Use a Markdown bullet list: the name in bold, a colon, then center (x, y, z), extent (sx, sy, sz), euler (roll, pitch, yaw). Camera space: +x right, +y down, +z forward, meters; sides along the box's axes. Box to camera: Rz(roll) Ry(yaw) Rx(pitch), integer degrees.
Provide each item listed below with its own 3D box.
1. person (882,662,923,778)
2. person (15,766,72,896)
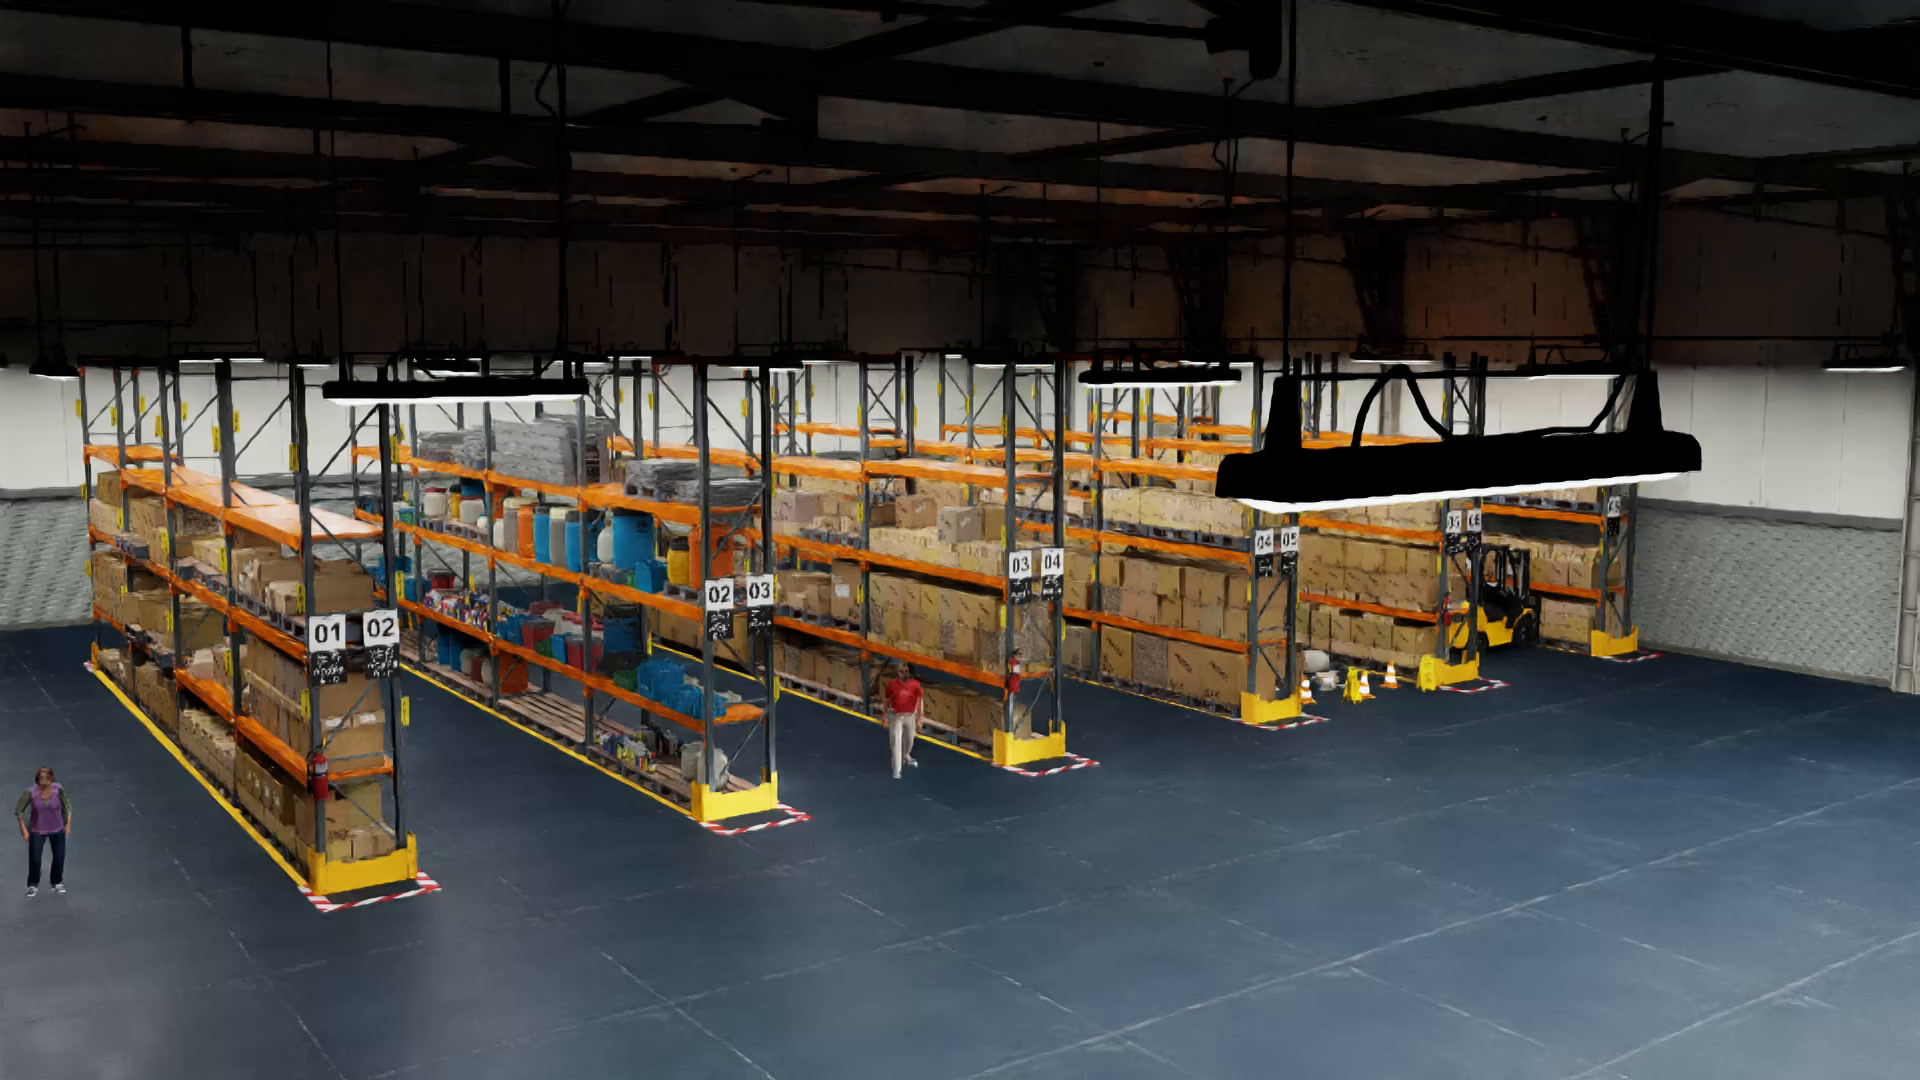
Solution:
- **person**: center (-0.835, 2.573, 24.228), extent (0.584, 1.661, 0.978), euler (-2, 7, -14)
- **person**: center (-10.381, 3.294, 18.869), extent (0.566, 1.541, 0.519), euler (-5, 9, -37)
